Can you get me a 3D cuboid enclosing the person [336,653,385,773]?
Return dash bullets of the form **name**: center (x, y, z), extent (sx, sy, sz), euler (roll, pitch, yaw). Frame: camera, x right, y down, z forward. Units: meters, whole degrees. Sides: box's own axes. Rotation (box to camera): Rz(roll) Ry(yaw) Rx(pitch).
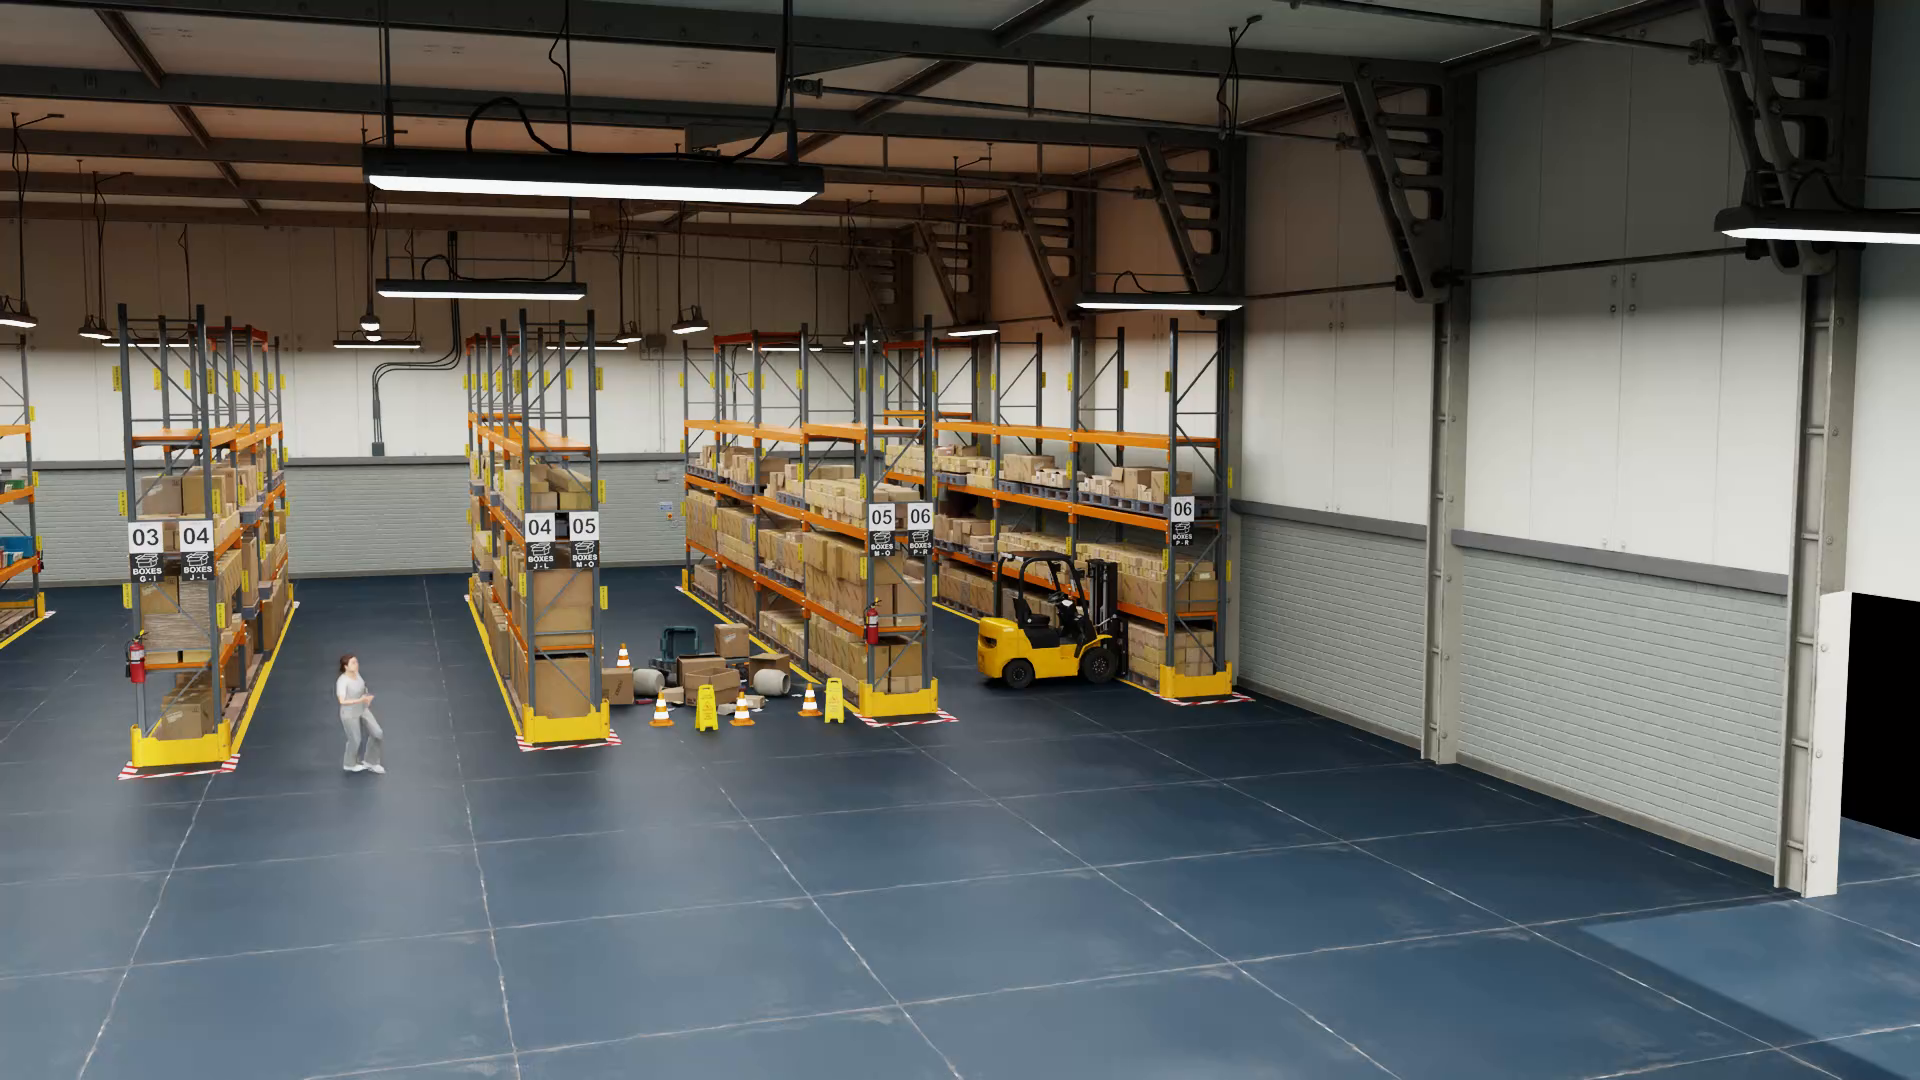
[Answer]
- **person**: center (-7.633, 2.213, 21.037), extent (0.712, 1.639, 0.729), euler (2, 6, 22)
